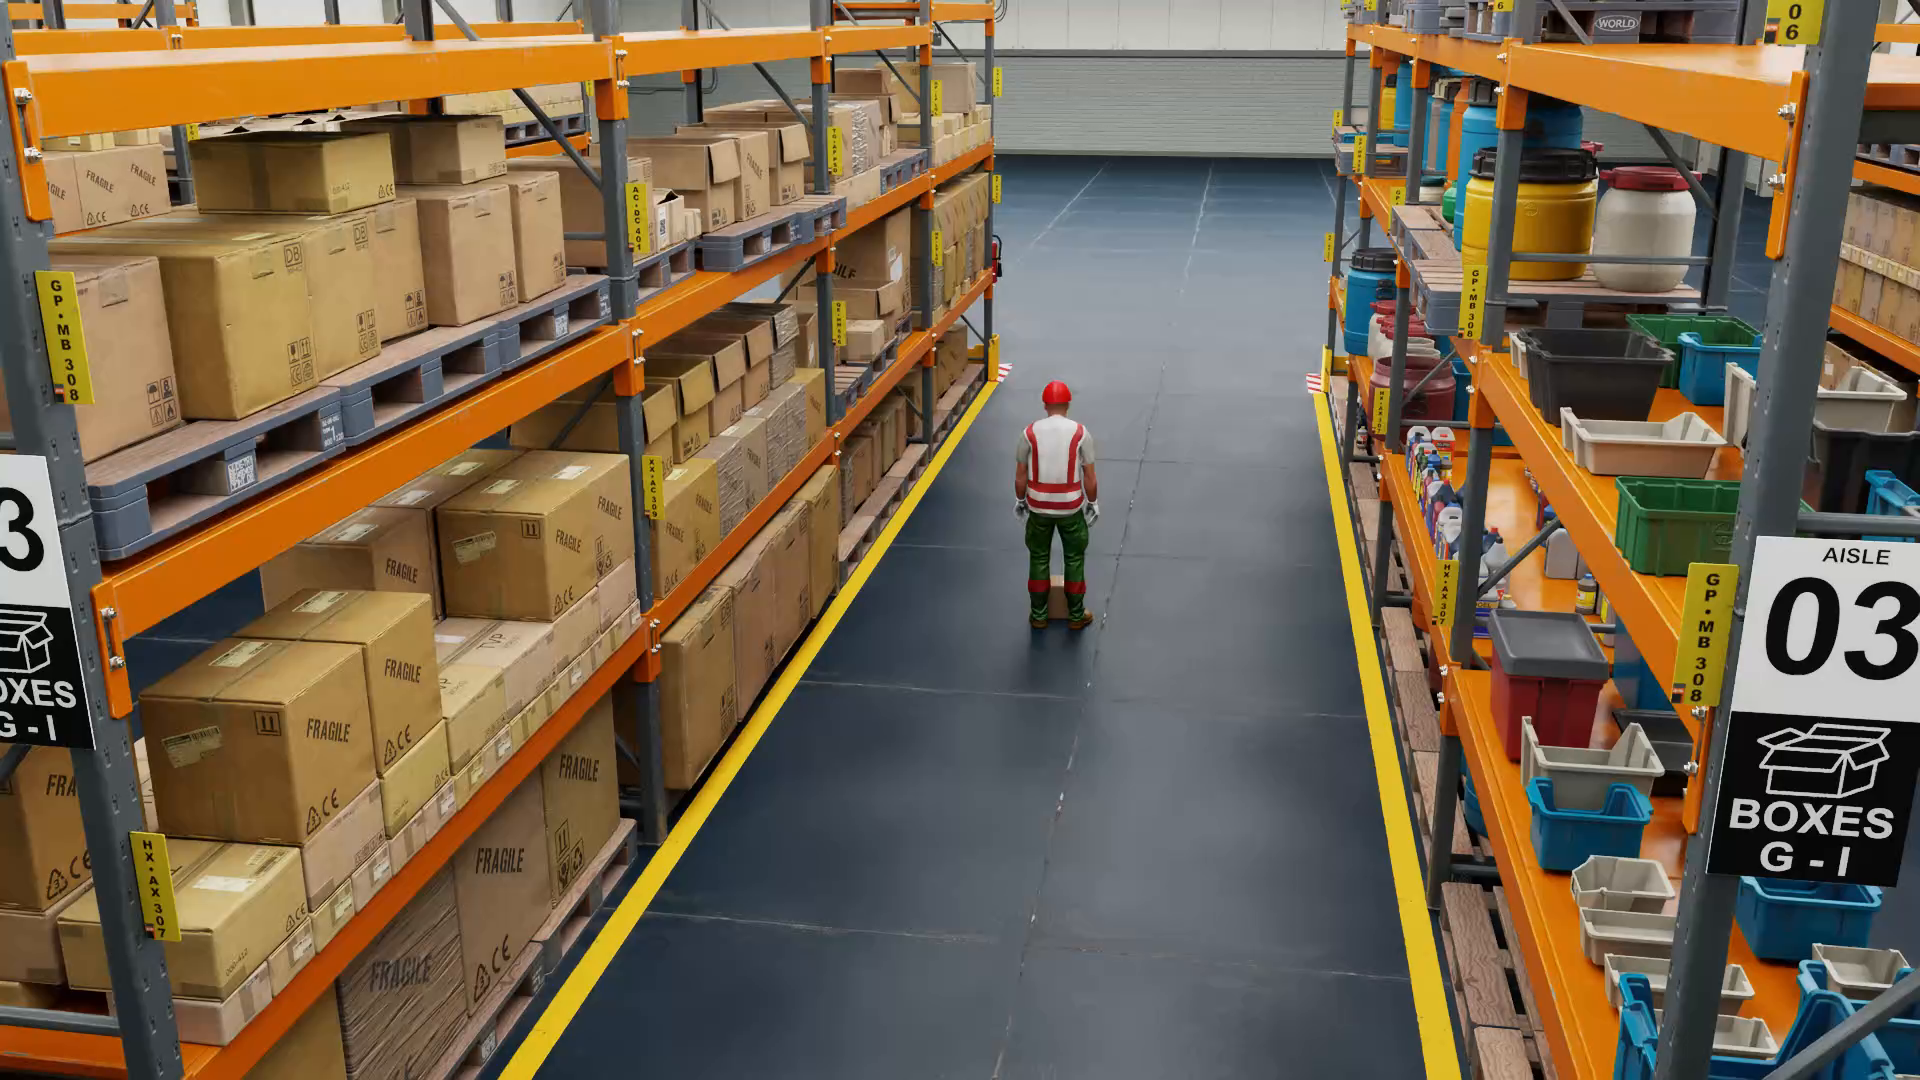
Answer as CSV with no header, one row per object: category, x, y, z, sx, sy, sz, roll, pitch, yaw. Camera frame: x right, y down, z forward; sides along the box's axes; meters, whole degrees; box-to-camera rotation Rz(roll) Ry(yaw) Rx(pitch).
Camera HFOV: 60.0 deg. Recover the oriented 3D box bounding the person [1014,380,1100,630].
person,0.685,-0.242,11.785,0.608,1.780,0.448,3,18,9
